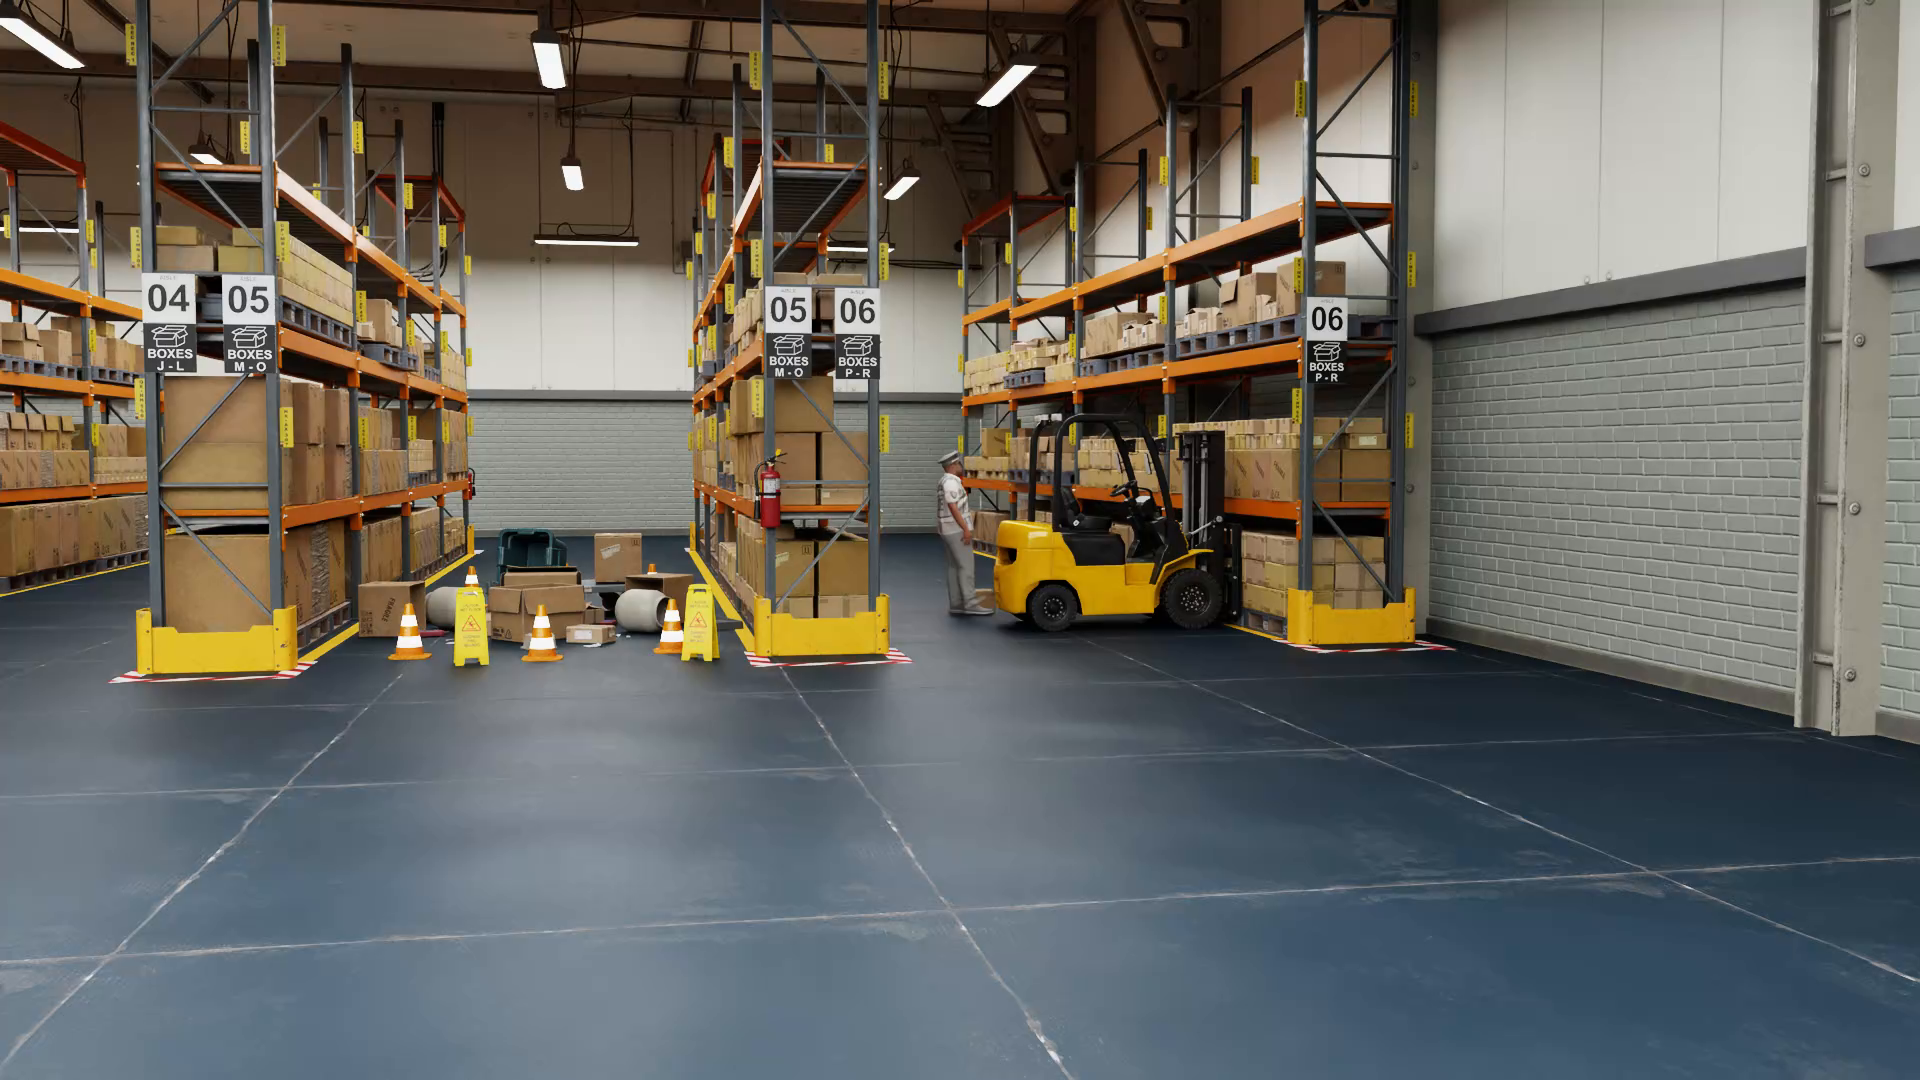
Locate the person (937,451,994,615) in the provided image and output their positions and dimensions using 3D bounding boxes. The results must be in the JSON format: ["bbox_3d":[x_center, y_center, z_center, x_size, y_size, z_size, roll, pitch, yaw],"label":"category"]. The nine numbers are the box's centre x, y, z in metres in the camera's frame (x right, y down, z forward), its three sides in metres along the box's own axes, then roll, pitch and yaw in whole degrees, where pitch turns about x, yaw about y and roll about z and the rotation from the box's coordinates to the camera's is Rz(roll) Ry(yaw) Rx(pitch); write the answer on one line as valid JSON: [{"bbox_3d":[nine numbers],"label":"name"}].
[{"bbox_3d":[0.040,-0.089,18.271,0.575,1.781,0.637,-1,3,-11],"label":"person"}]
